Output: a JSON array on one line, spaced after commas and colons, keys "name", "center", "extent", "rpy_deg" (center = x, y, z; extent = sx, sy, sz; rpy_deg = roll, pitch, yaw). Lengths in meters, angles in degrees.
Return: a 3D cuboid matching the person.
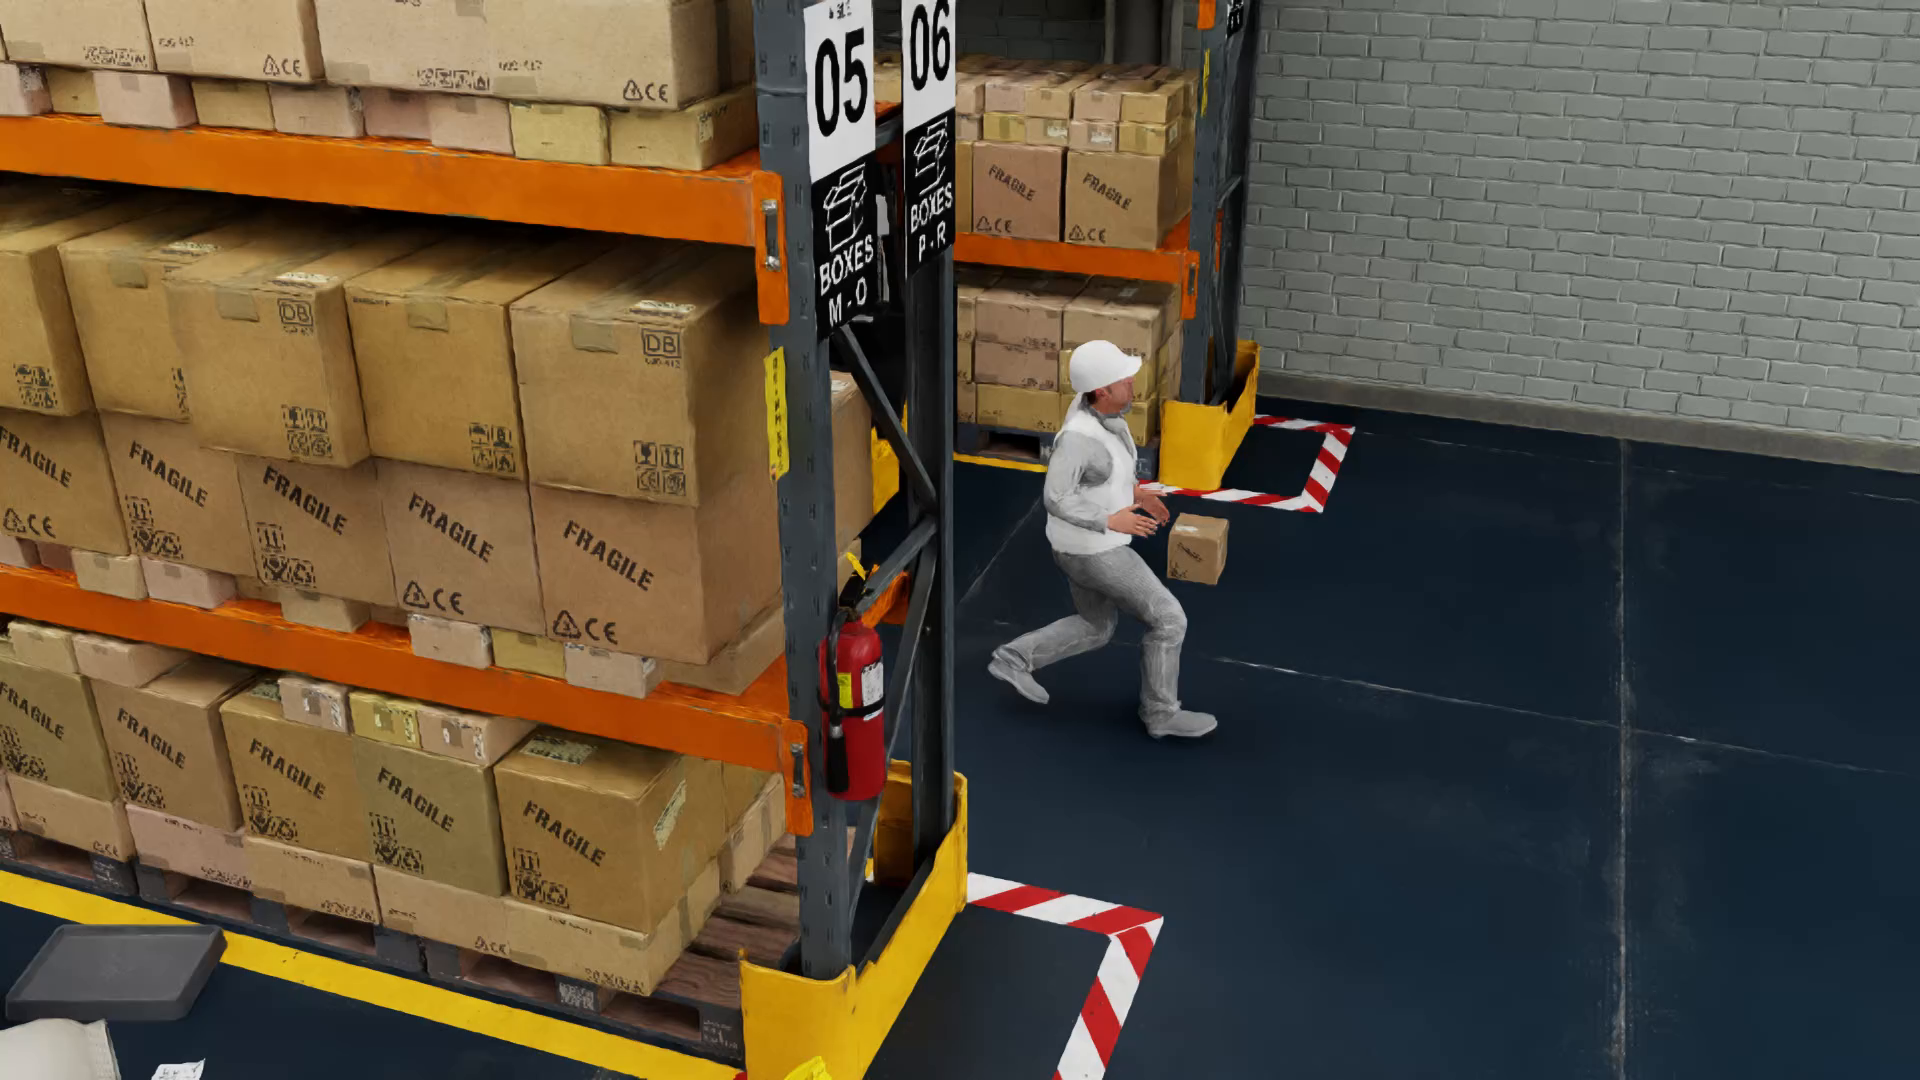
[{"name": "person", "center": [0.581, -0.033, 6.811], "extent": [0.937, 1.633, 0.727], "rpy_deg": [-1, 26, -3]}]
